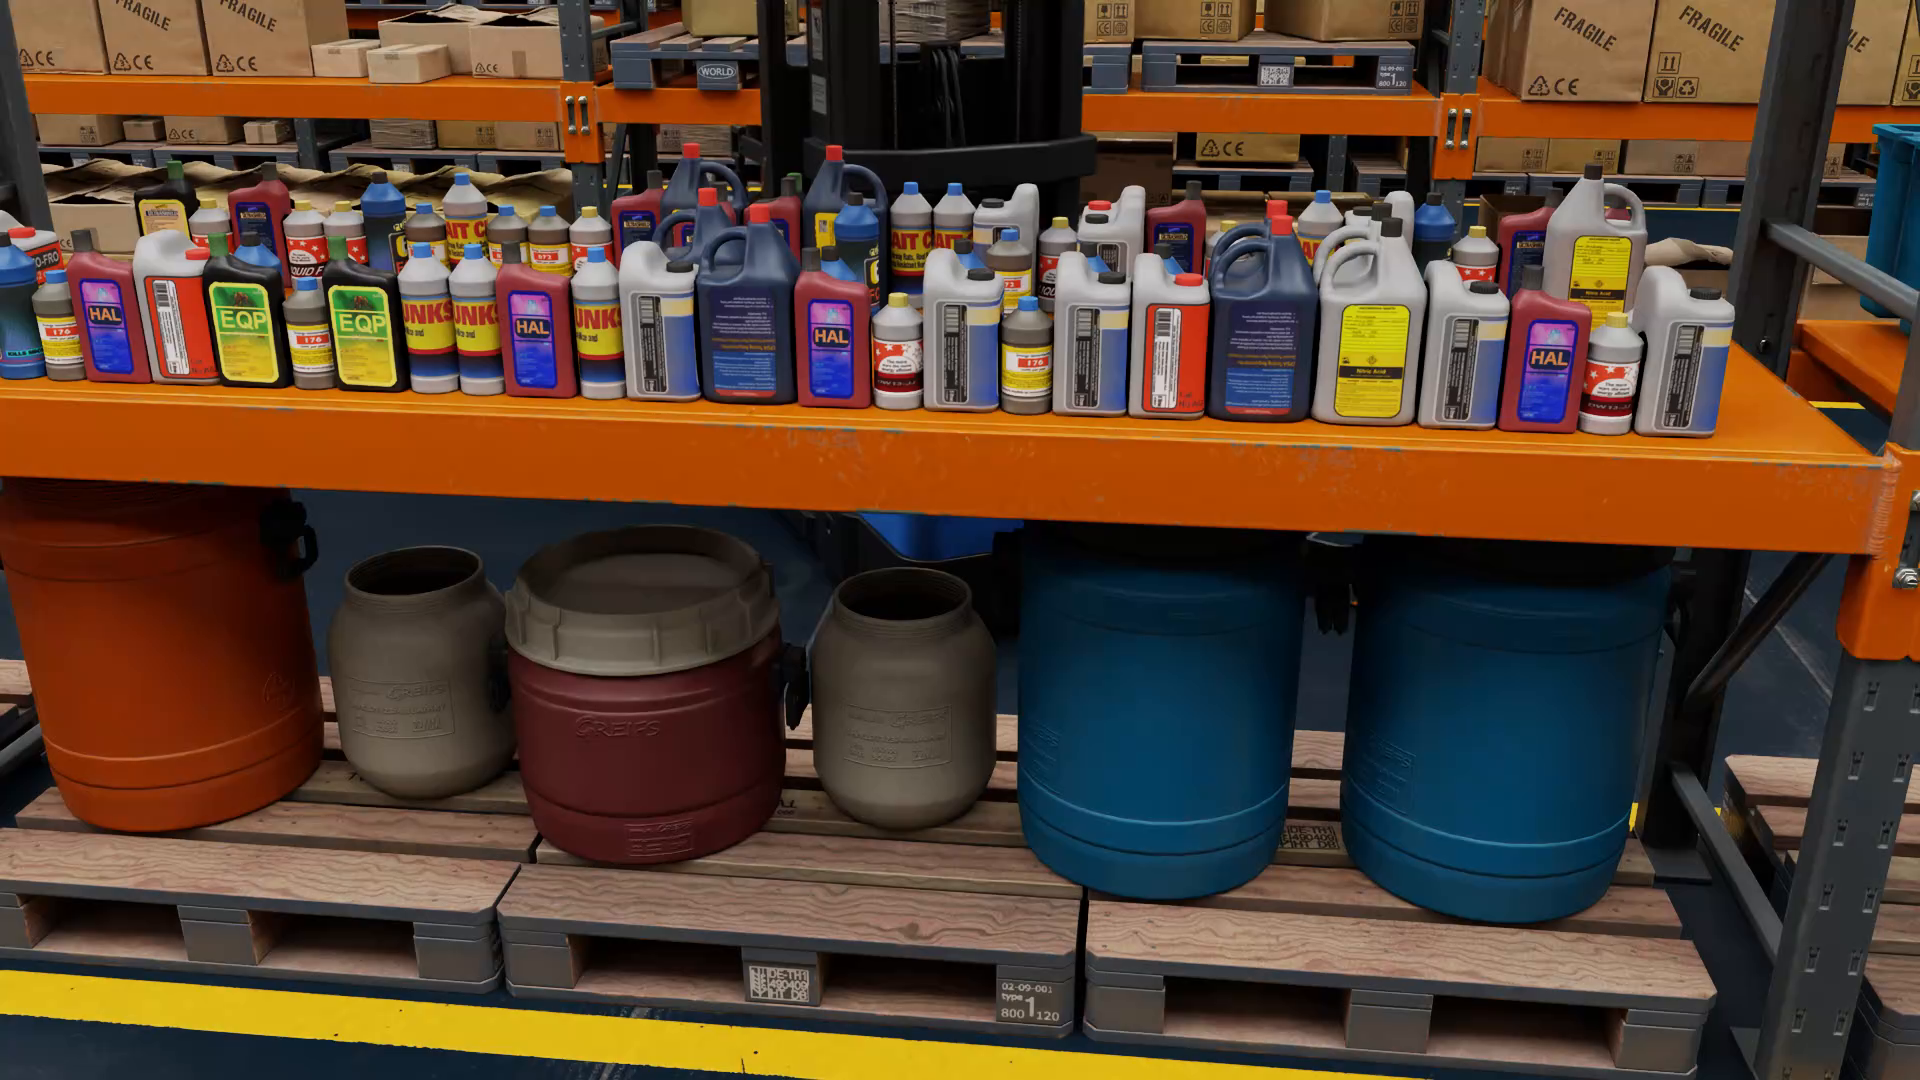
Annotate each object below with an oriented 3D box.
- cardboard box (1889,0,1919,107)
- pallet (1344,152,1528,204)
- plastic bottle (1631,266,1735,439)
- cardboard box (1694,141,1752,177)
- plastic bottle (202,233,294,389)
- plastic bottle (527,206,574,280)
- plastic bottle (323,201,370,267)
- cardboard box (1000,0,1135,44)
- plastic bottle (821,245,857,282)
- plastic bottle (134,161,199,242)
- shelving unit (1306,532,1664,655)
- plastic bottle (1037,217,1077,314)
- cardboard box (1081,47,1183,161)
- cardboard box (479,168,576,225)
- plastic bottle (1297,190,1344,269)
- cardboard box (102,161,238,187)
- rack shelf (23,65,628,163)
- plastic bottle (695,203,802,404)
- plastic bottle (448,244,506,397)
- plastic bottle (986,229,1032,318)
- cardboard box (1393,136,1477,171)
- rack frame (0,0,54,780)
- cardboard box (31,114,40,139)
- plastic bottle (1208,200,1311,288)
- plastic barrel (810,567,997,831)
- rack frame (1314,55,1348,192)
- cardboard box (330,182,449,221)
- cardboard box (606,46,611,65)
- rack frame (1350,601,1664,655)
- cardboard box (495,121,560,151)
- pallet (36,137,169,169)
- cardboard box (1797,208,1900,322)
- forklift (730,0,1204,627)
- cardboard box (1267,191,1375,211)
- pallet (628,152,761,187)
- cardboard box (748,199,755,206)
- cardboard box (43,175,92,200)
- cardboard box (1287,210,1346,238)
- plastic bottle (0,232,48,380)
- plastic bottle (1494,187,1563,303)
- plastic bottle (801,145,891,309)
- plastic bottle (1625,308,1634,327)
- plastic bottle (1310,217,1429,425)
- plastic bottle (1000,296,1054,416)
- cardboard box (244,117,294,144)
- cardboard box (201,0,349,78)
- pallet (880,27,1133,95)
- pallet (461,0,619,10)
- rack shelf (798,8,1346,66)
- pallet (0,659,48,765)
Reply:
[{"bbox_3d":[4.237,-2.156,7.178,0.500,0.500,0.500,2,22,6],"label":"cardboard box"},{"bbox_3d":[3.577,-2.747,12.600,1.213,0.211,1.003,2,22,6],"label":"pallet"},{"bbox_3d":[1.236,-0.329,2.861,0.135,0.276,0.152,2,22,6],"label":"plastic bottle"},{"bbox_3d":[5.600,-2.980,12.226,0.500,0.500,0.700,2,22,6],"label":"cardboard box"},{"bbox_3d":[-1.328,-0.427,3.100,0.133,0.283,0.061,2,22,6],"label":"plastic bottle"},{"bbox_3d":[-0.933,-0.660,3.799,0.097,0.201,0.097,0,22,0],"label":"plastic bottle"},{"bbox_3d":[-1.417,-0.681,3.852,0.097,0.201,0.097,0,22,0],"label":"plastic bottle"},{"bbox_3d":[0.490,-2.592,7.709,0.500,0.500,0.700,-3,22,-7],"label":"cardboard box"},{"bbox_3d":[-0.235,-0.403,3.055,0.097,0.271,0.097,0,22,0],"label":"plastic bottle"},{"bbox_3d":[-1.855,-0.745,3.903,0.133,0.283,0.061,2,22,6],"label":"plastic bottle"},{"bbox_3d":[1.614,0.164,5.259,1.200,0.189,0.258,15,26,33],"label":"shelving unit"},{"bbox_3d":[0.219,-0.610,3.672,0.097,0.201,0.097,0,22,0],"label":"plastic bottle"},{"bbox_3d":[1.288,-3.318,12.607,0.750,0.750,0.750,3,22,8],"label":"cardboard box"},{"bbox_3d":[-2.206,-1.776,8.759,0.500,0.311,0.500,3,22,8],"label":"cardboard box"},{"bbox_3d":[0.775,-0.618,3.598,0.097,0.271,0.097,0,22,0],"label":"plastic bottle"},{"bbox_3d":[-4.244,-1.864,8.981,0.500,0.311,0.500,2,22,6],"label":"cardboard box"},{"bbox_3d":[-3.706,-2.221,8.457,4.000,0.370,1.077,2,22,6],"label":"rack shelf"},{"bbox_3d":[-0.380,-0.433,3.022,0.185,0.351,0.144,2,22,6],"label":"plastic bottle"},{"bbox_3d":[-0.885,-0.409,3.070,0.097,0.271,0.097,0,22,0],"label":"plastic bottle"},{"bbox_3d":[0.105,-0.558,3.542,0.097,0.201,0.097,0,22,0],"label":"plastic bottle"},{"bbox_3d":[3.562,-3.068,12.449,0.500,0.500,0.700,3,22,7],"label":"cardboard box"},{"bbox_3d":[-2.307,-0.661,3.532,0.127,3.000,1.000,2,22,6],"label":"rack frame"},{"bbox_3d":[-7.843,-3.491,13.748,0.500,0.311,0.500,4,22,11],"label":"cardboard box"},{"bbox_3d":[0.548,-0.446,3.055,0.185,0.351,0.144,2,22,6],"label":"plastic bottle"},{"bbox_3d":[-0.126,0.356,3.771,0.421,0.512,0.421,0,22,0],"label":"plastic barrel"},{"bbox_3d":[2.831,-4.105,12.243,0.127,3.000,1.000,2,22,6],"label":"rack frame"},{"bbox_3d":[-2.786,-1.599,8.311,0.500,0.311,0.500,2,22,5],"label":"cardboard box"},{"bbox_3d":[-2.932,-3.749,13.124,0.500,0.250,0.500,2,22,6],"label":"cardboard box"},{"bbox_3d":[1.614,0.249,5.293,1.200,0.006,0.240,15,26,33],"label":"rack frame"},{"bbox_3d":[-3.359,-3.427,13.329,0.500,0.500,0.700,3,22,7],"label":"cardboard box"},{"bbox_3d":[-6.999,-3.222,13.803,1.213,0.211,1.003,2,22,6],"label":"pallet"},{"bbox_3d":[4.118,-1.260,7.845,0.637,0.503,0.797,2,22,6],"label":"cardboard box"},{"bbox_3d":[-0.248,-1.583,5.958,1.130,2.935,3.031,-9,23,-21],"label":"forklift"},{"bbox_3d":[1.800,-1.448,8.324,0.500,0.500,0.500,2,22,4],"label":"cardboard box"},{"bbox_3d":[-1.917,-3.016,13.280,1.213,0.211,1.003,2,22,6],"label":"pallet"},{"bbox_3d":[-1.302,-1.387,8.170,0.500,0.500,0.500,3,22,9],"label":"cardboard box"},{"bbox_3d":[-4.815,-1.687,8.534,0.500,0.311,0.500,2,22,6],"label":"cardboard box"},{"bbox_3d":[1.728,-1.255,7.836,0.500,0.500,0.500,2,22,6],"label":"cardboard box"},{"bbox_3d":[-1.803,-0.449,3.171,0.097,0.271,0.097,0,22,0],"label":"plastic bottle"},{"bbox_3d":[1.219,-0.611,3.564,0.133,0.283,0.061,2,22,6],"label":"plastic bottle"},{"bbox_3d":[-0.251,-0.691,3.674,0.185,0.351,0.144,2,22,6],"label":"plastic bottle"},{"bbox_3d":[1.232,-0.341,2.992,0.097,0.201,0.097,0,22,0],"label":"plastic bottle"},{"bbox_3d":[0.714,-0.385,2.901,0.185,0.351,0.144,2,22,6],"label":"plastic bottle"},{"bbox_3d":[0.120,-0.333,2.972,0.097,0.201,0.097,0,22,0],"label":"plastic bottle"},{"bbox_3d":[-5.648,-3.350,13.589,0.250,0.166,0.380,0,22,-1],"label":"cardboard box"},{"bbox_3d":[-3.388,-2.582,8.256,0.500,0.500,0.500,1,22,3],"label":"cardboard box"},{"bbox_3d":[0.212,-2.297,7.932,1.213,0.211,1.003,2,22,6],"label":"pallet"},{"bbox_3d":[-3.111,-4.259,12.895,1.213,0.211,1.003,2,22,6],"label":"pallet"},{"bbox_3d":[0.845,-3.857,12.594,4.000,0.370,1.077,2,22,6],"label":"rack shelf"},{"bbox_3d":[-3.071,0.588,4.165,1.213,0.211,1.003,2,22,6],"label":"pallet"}]
